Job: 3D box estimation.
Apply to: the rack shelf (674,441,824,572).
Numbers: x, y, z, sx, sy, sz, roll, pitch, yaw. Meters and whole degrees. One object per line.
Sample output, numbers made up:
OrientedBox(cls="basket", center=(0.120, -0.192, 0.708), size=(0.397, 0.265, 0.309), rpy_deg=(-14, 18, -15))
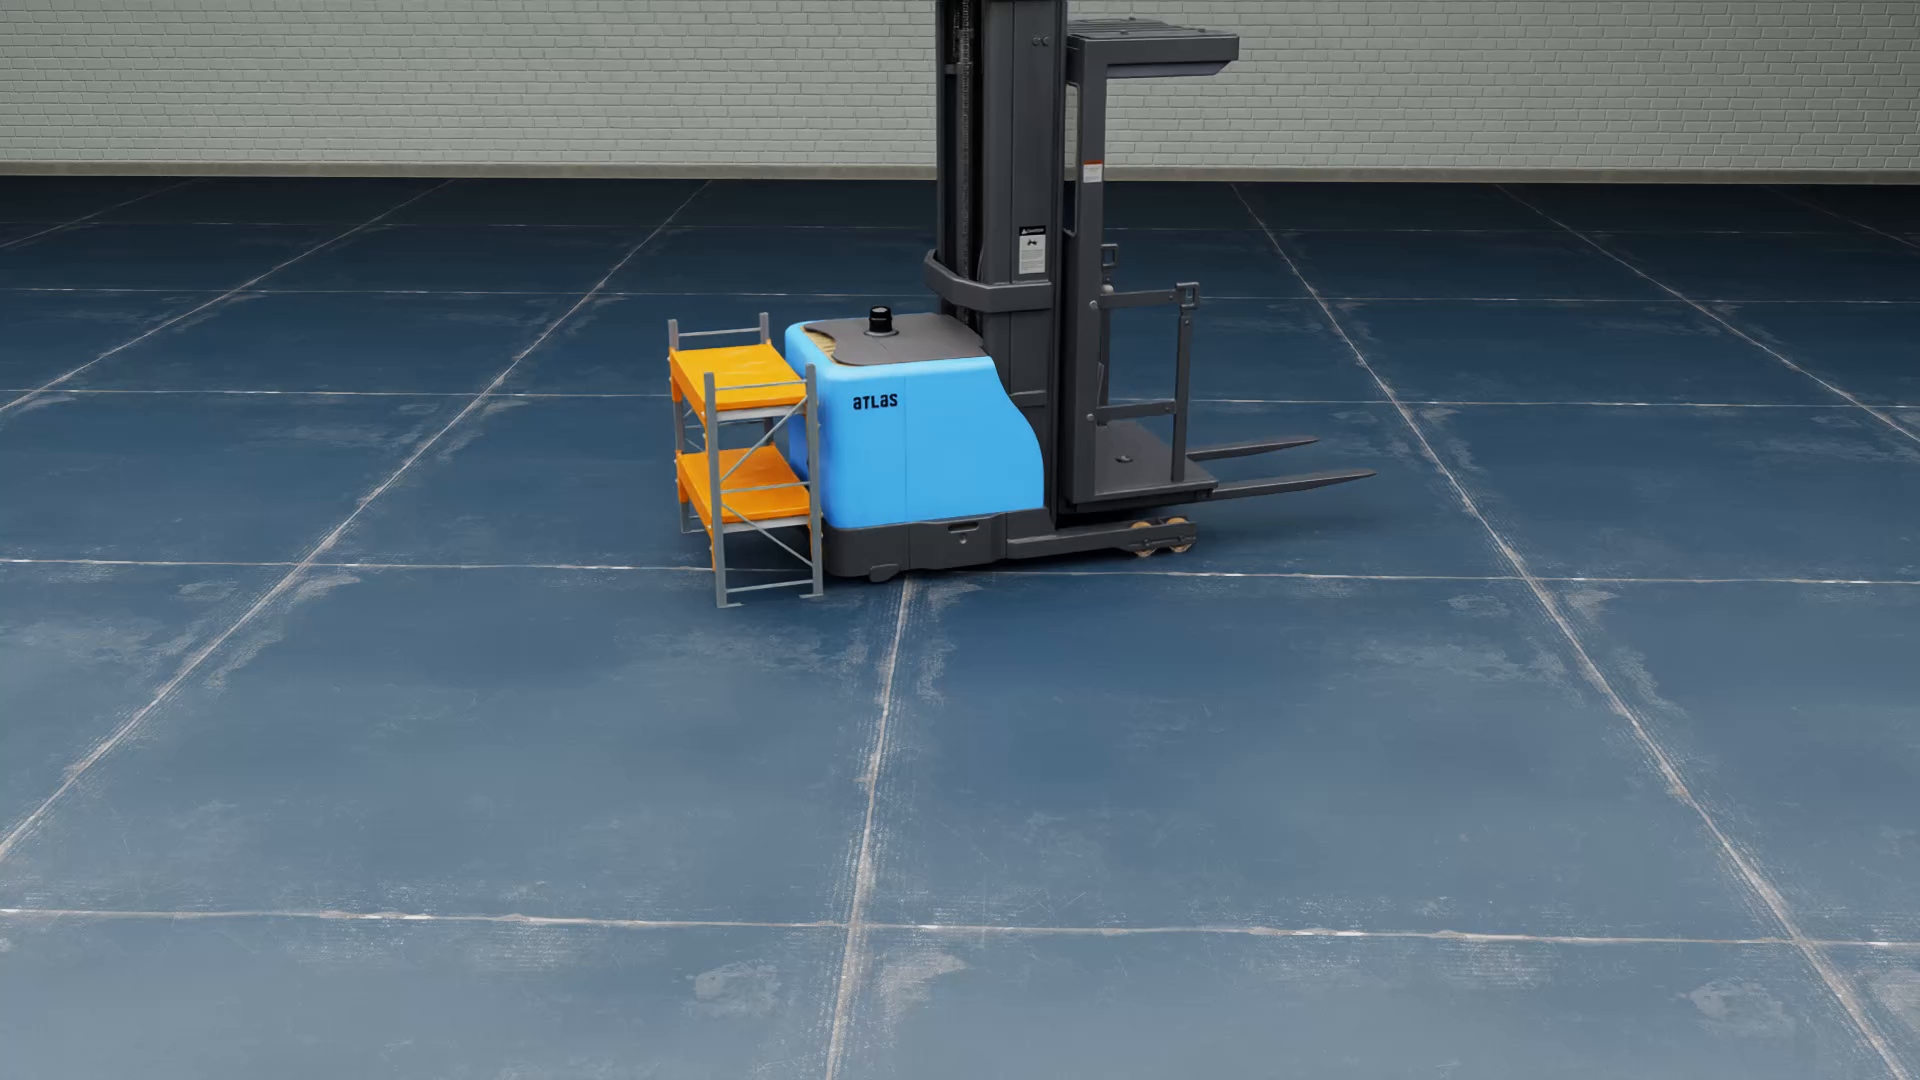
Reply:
OrientedBox(cls="rack shelf", center=(-1.045, -0.184, 8.123), size=(0.538, 0.278, 1.000), rpy_deg=(-7, 22, -17))

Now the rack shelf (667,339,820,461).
OrientedBox(cls="rack shelf", center=(-1.045, -0.684, 7.929), size=(0.538, 0.278, 1.000), rpy_deg=(-7, 22, -17))

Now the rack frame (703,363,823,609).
OrientedBox(cls="rack frame", center=(-0.888, -0.237, 7.584), size=(0.500, 1.125, 0.032), rpy_deg=(-7, 22, -17))

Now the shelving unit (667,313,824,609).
OrientedBox(cls="shelving unit", center=(-1.045, -0.412, 8.034), size=(0.538, 1.125, 1.048), rpy_deg=(-7, 22, -17))

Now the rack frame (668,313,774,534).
OrientedBox(cls="rack frame", center=(-1.202, -0.586, 8.485), size=(0.500, 1.125, 0.032), rpy_deg=(-7, 22, -17))

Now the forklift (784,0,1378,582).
OrientedBox(cls="forklift", center=(0.679, -1.462, 8.245), size=(3.031, 2.935, 1.130), rpy_deg=(-7, 22, -17))
